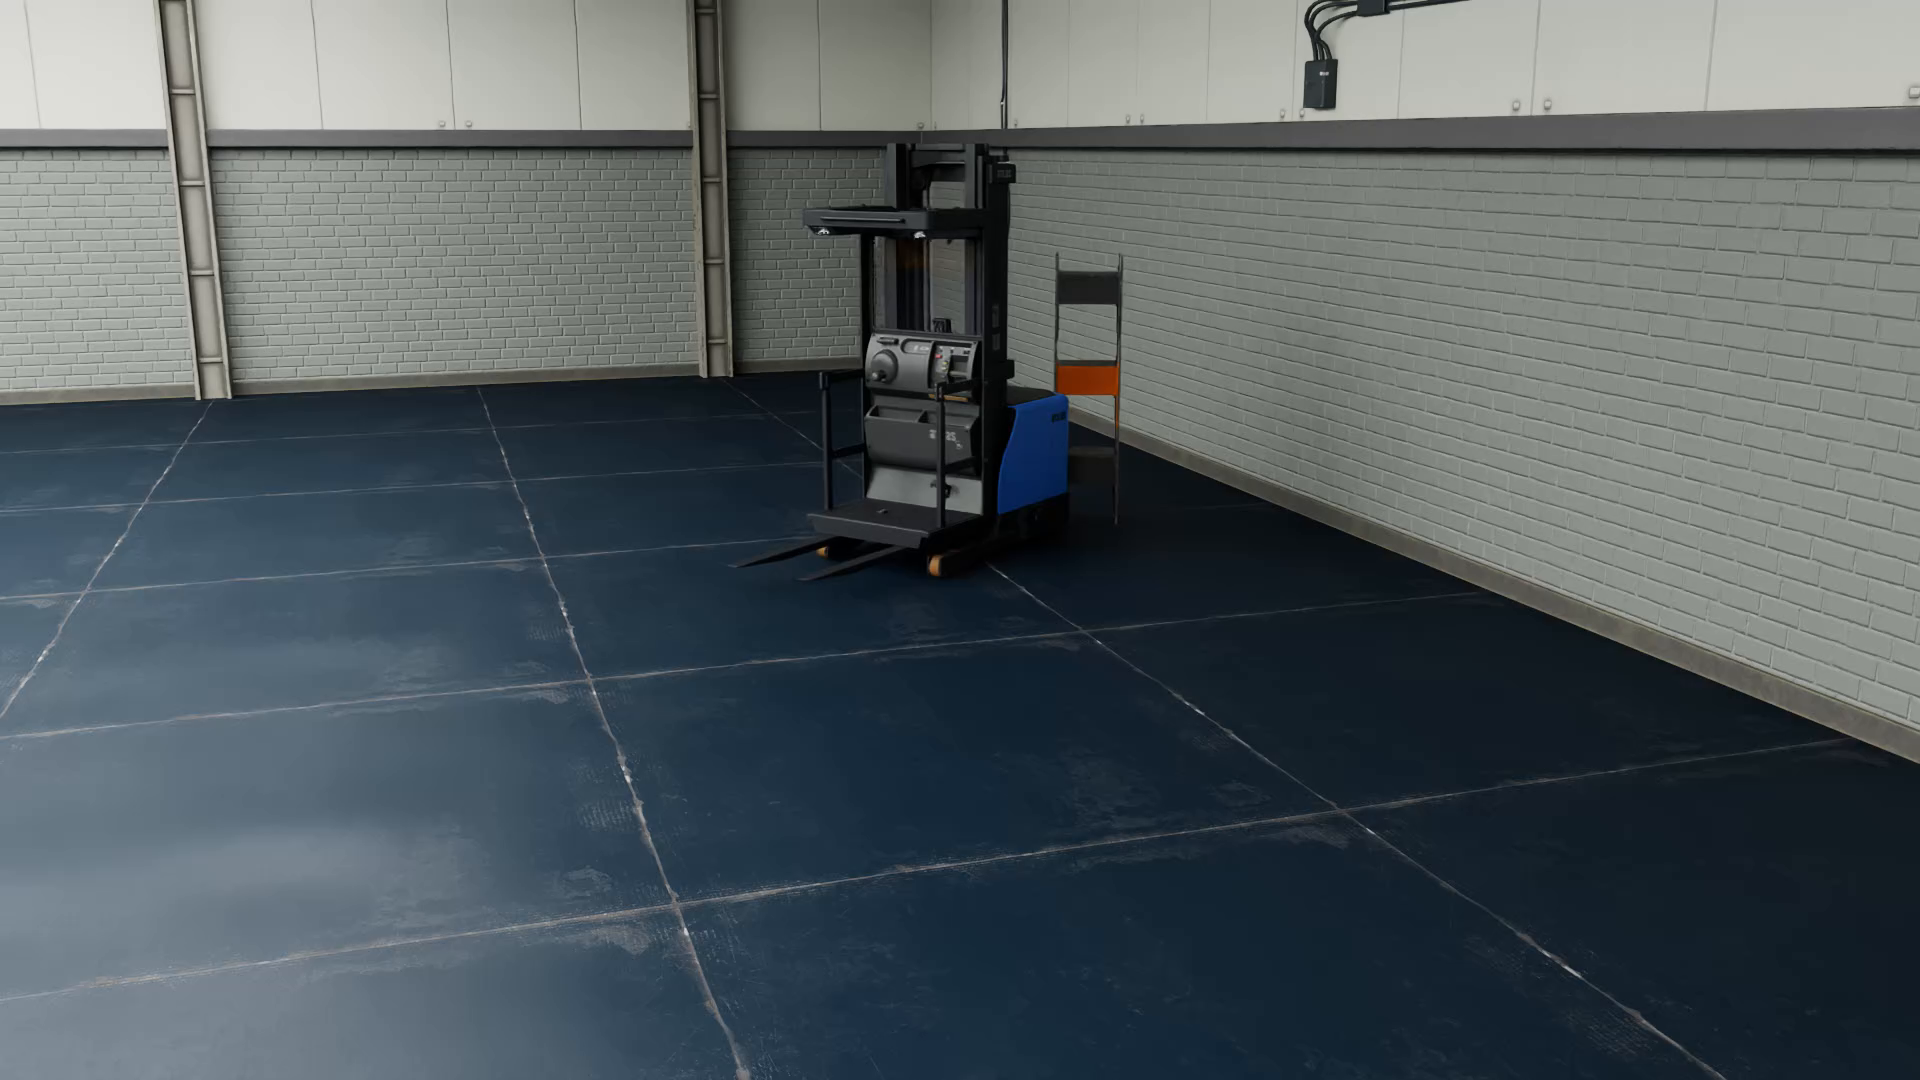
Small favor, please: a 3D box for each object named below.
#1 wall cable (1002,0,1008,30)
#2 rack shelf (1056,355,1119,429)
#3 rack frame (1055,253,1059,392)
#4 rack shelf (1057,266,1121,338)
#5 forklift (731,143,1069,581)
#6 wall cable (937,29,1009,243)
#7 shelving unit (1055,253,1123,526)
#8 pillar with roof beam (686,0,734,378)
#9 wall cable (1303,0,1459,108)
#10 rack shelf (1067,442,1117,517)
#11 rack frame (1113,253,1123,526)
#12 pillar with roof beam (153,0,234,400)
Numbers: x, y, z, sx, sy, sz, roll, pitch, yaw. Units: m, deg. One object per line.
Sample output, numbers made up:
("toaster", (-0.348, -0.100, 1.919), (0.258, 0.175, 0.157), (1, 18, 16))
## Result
("wall cable", (0.908, -6.797, 17.567), (0.112, 2.526, 3.097), (-4, 14, -18))
("rack shelf", (0.997, -1.168, 13.074), (0.480, 0.518, 0.431), (1, 13, 3))
("rack frame", (0.753, -1.184, 13.082), (0.015, 2.100, 0.400), (1, 13, 3))
("rack shelf", (0.997, -1.849, 12.912), (0.480, 0.518, 0.431), (1, 13, 3))
("forklift", (-0.393, -1.286, 11.714), (1.130, 2.935, 3.031), (9, 16, 33))
("wall cable", (0.045, -4.933, 20.646), (0.112, 2.526, 3.097), (-4, 14, -18))
("shelving unit", (0.997, -1.181, 13.071), (0.503, 2.100, 0.431), (1, 13, 3))
("pillar with roof beam", (-1.796, -5.572, 16.622), (0.400, 9.000, 9.100), (-4, 14, -18))
("wall cable", (3.058, -6.015, 11.135), (0.169, 6.003, 2.305), (-4, 14, -18))
("rack shelf", (0.997, -0.487, 13.236), (0.480, 0.518, 0.431), (1, 13, 3))
("rack frame", (1.241, -1.178, 13.059), (0.015, 2.100, 0.400), (1, 13, 3))
("pillar with roof beam", (-7.483, -5.129, 14.761), (0.400, 9.000, 9.100), (-4, 14, -18))
